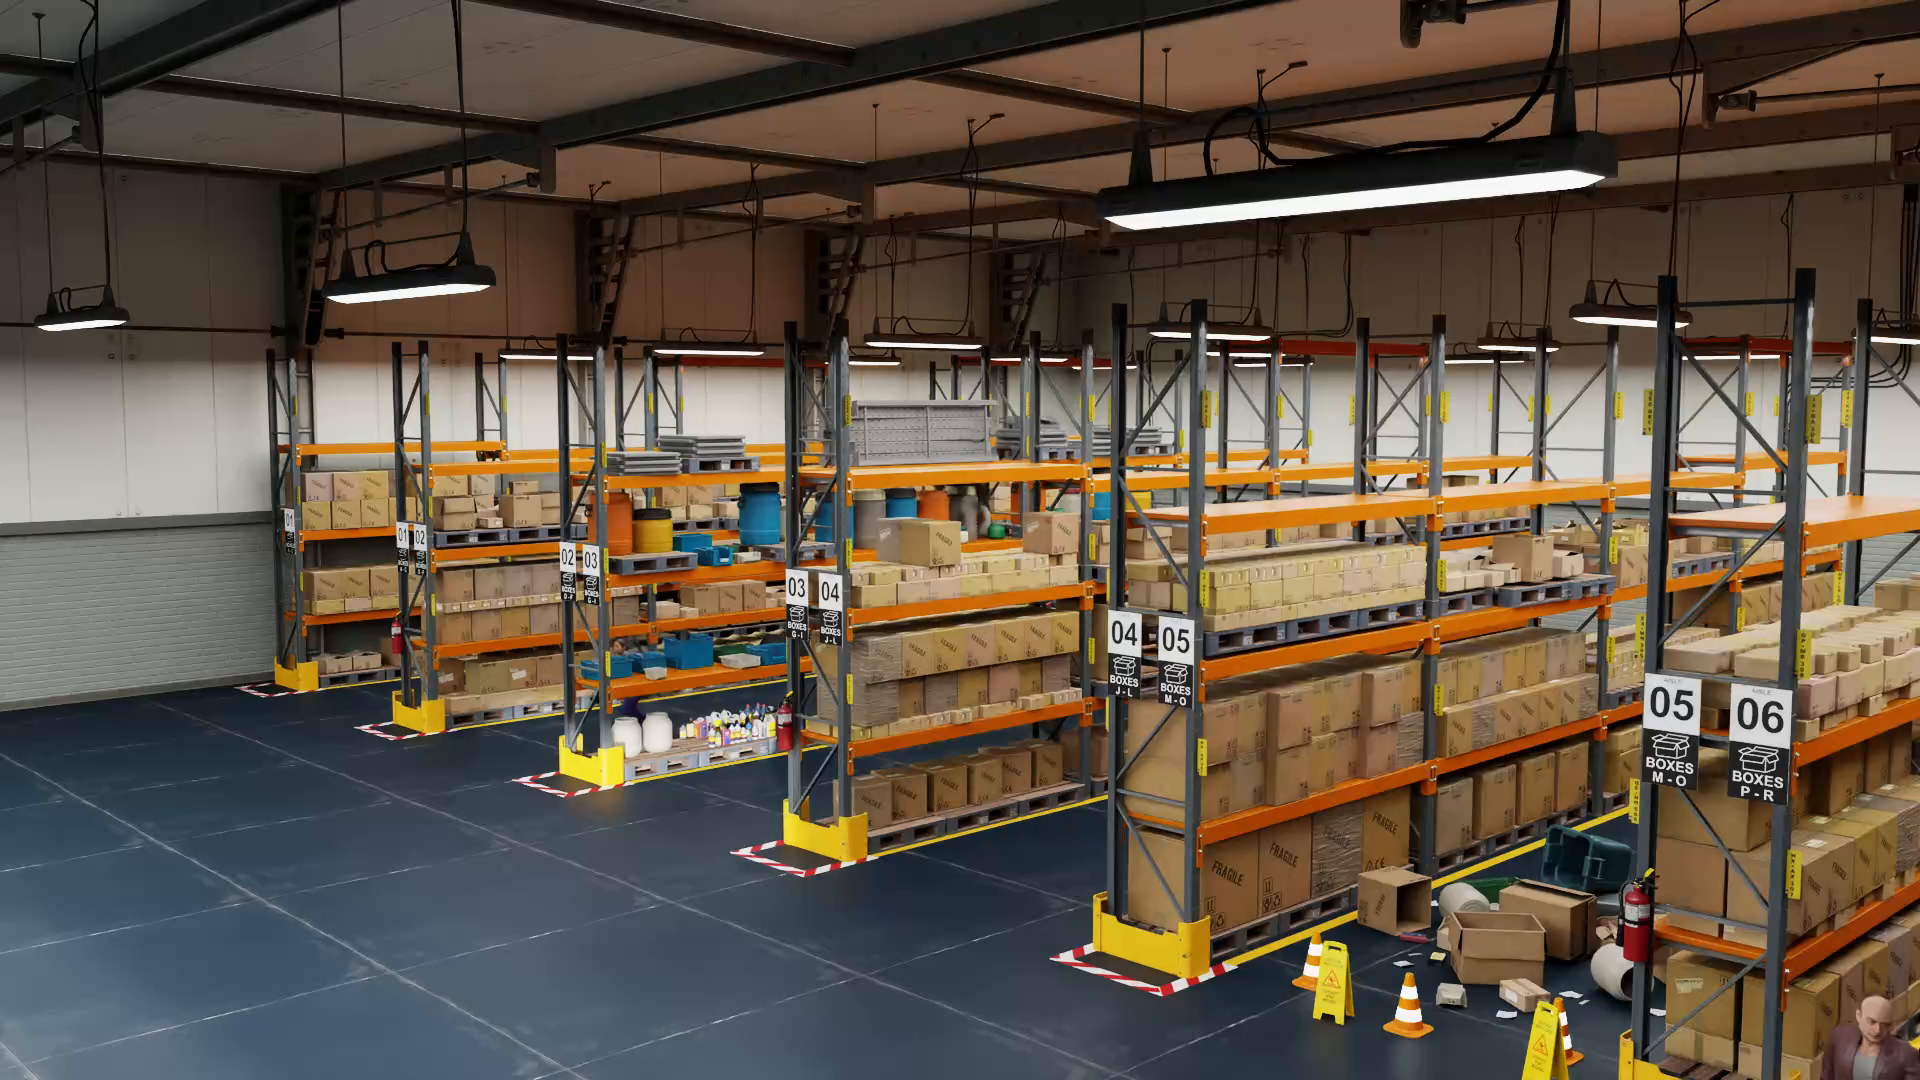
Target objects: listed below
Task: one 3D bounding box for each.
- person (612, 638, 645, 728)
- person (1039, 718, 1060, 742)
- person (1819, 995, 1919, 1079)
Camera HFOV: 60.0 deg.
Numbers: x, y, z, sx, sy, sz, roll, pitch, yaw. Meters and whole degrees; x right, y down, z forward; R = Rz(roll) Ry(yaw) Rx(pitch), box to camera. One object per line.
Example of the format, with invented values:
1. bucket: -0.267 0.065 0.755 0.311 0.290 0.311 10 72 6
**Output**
1. person: -4.902 2.242 24.679 0.599 1.622 0.953 3 6 32
2. person: 1.315 2.301 23.751 0.432 1.675 0.613 -1 5 -8
3. person: 5.246 3.456 9.587 0.667 1.727 0.879 4 6 37
